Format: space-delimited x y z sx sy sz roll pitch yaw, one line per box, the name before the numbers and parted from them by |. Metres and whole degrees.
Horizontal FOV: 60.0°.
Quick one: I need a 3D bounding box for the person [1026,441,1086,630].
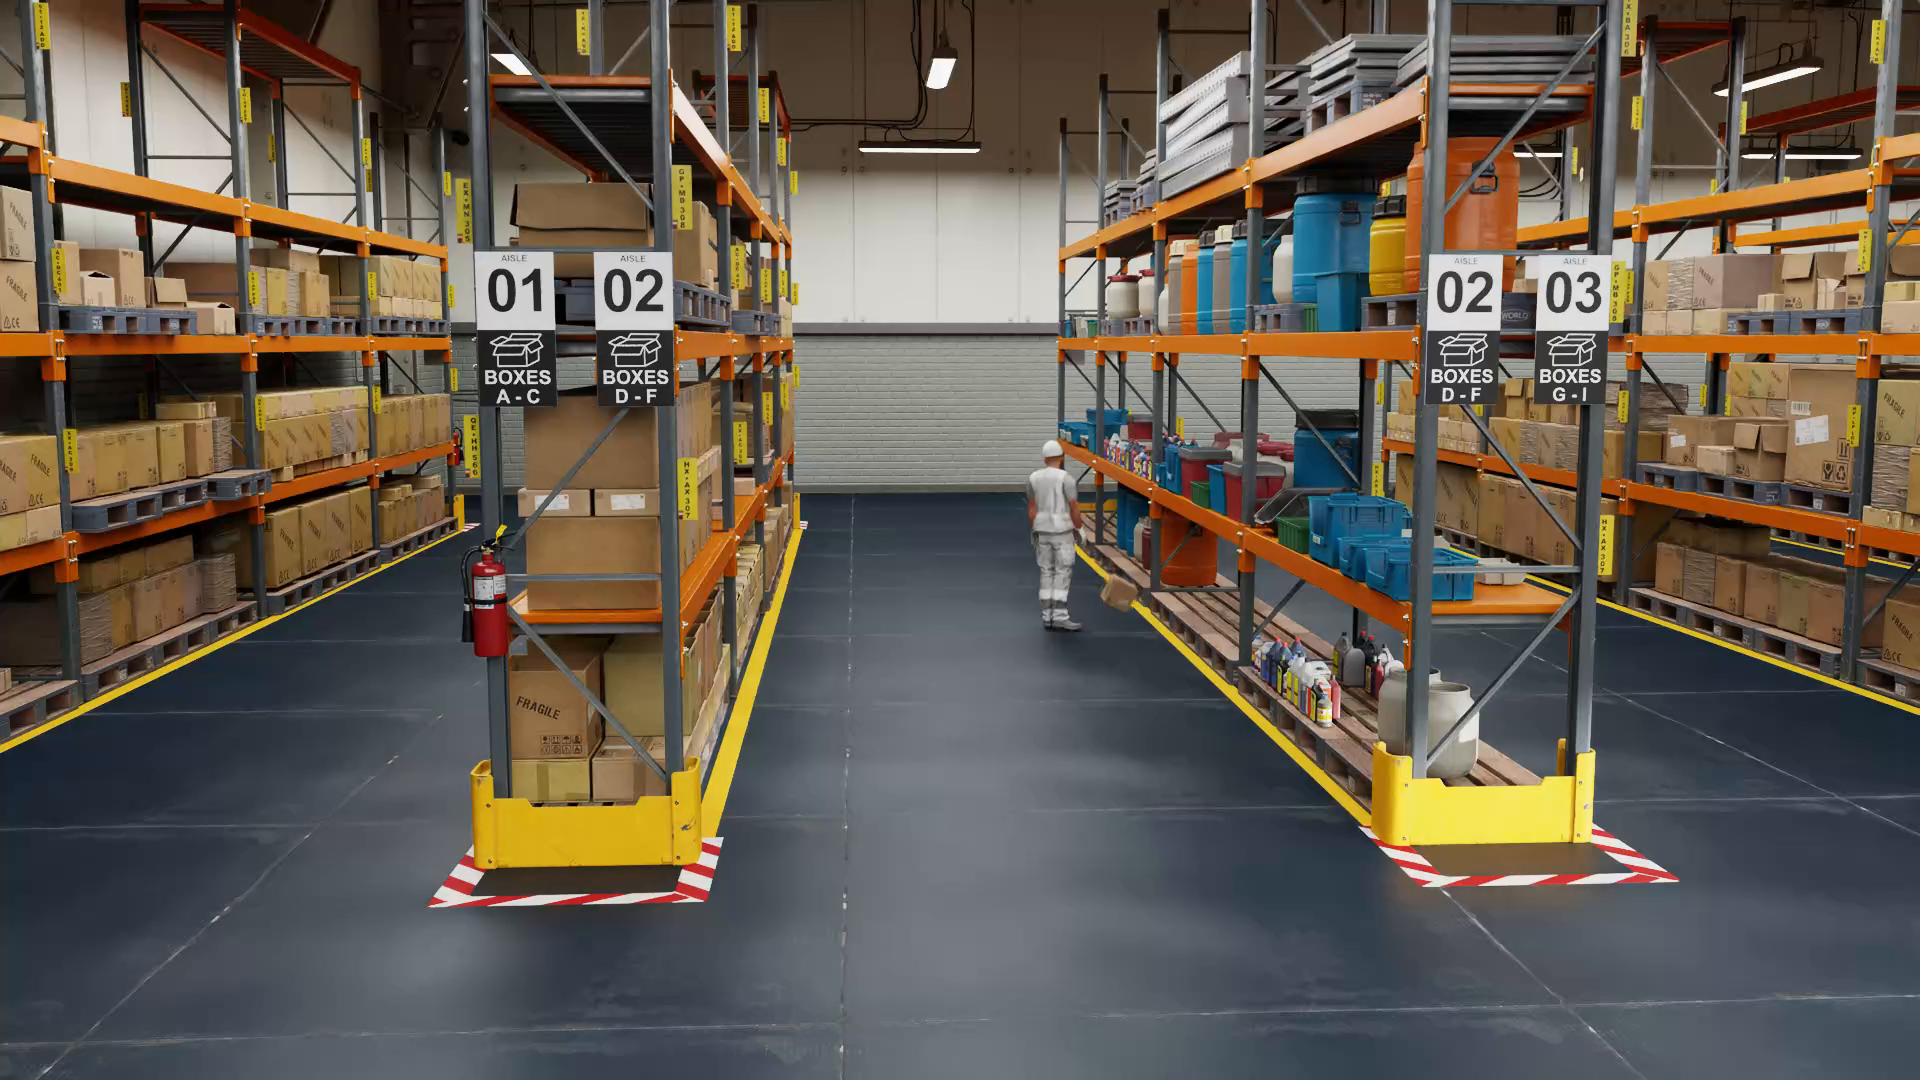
person | 0.949 -0.059 15.980 0.651 1.788 0.403 5 9 37
